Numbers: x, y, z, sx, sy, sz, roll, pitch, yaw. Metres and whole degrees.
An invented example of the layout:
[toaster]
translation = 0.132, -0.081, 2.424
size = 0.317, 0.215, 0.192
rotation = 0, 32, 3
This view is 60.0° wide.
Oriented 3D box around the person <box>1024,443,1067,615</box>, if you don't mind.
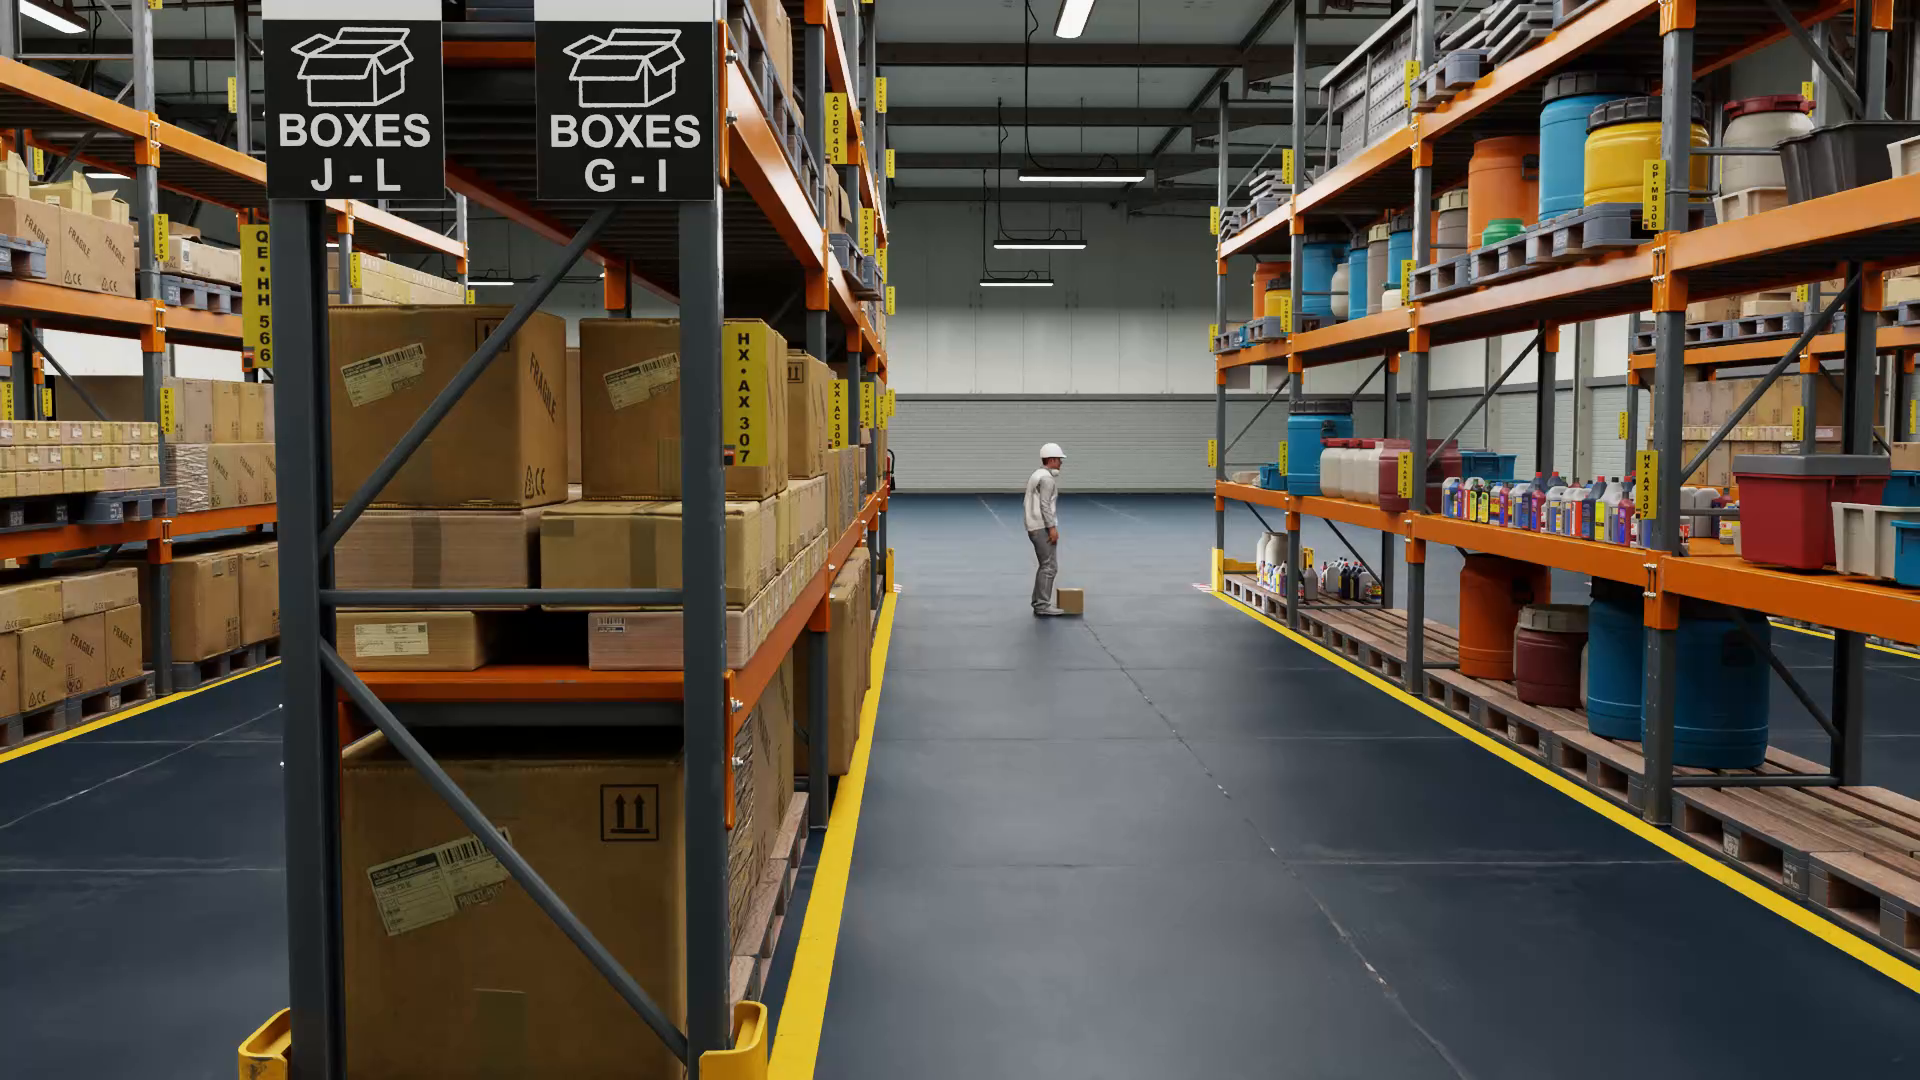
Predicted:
[person]
translation = 0.894, -0.120, 17.361
size = 0.459, 1.773, 0.590
rotation = 0, 4, -4
